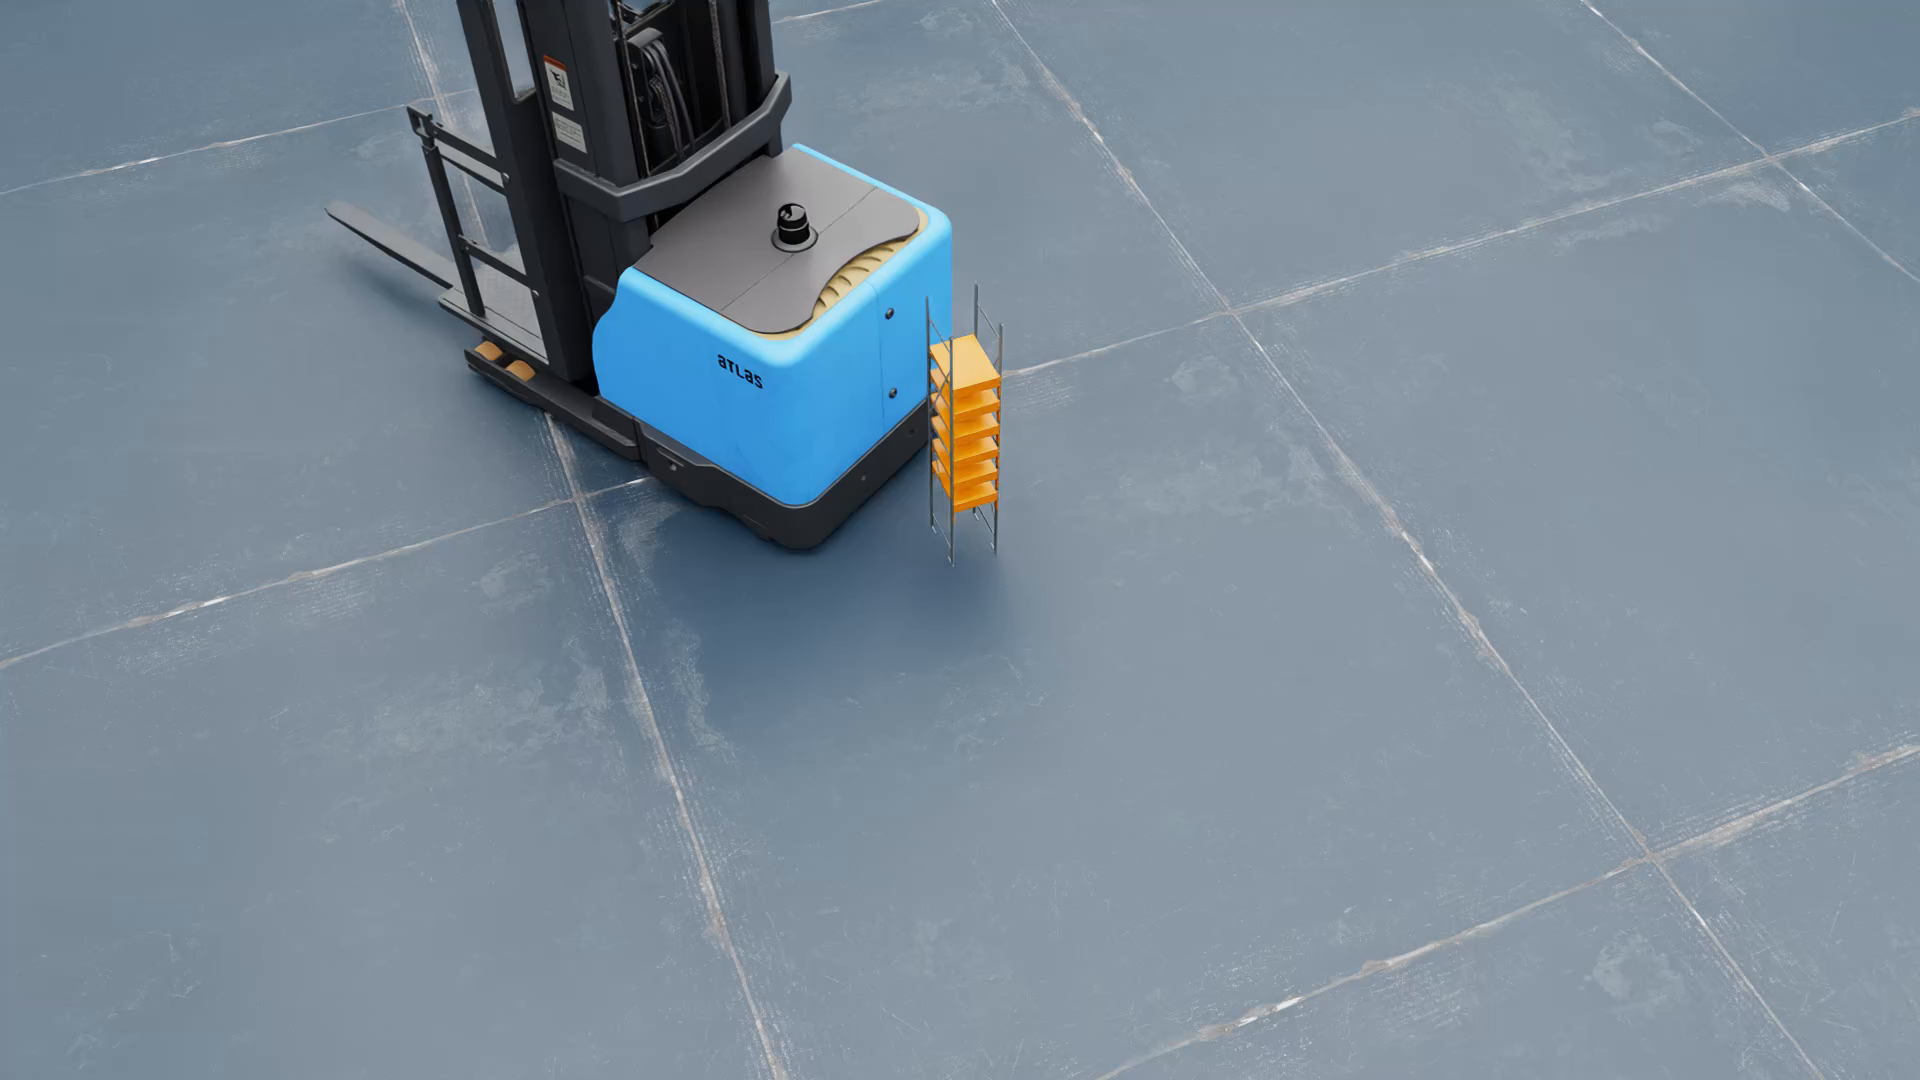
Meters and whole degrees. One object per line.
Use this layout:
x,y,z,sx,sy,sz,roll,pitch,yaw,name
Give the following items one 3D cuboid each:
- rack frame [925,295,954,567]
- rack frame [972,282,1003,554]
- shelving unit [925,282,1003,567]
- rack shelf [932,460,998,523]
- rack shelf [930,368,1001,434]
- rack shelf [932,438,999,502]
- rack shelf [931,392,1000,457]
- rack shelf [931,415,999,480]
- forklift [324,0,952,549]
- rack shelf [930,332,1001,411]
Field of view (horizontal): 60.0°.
-0.071,-0.369,6.117,0.006,1.200,0.240,-17,52,-14,rack frame
0.098,-0.421,6.162,0.006,1.200,0.240,-17,52,-14,rack frame
0.013,-0.395,6.139,0.189,1.200,0.258,-17,52,-14,shelving unit
0.013,-0.210,6.355,0.180,0.103,0.258,-17,52,-14,rack shelf
0.013,-0.522,5.991,0.180,0.103,0.258,-17,52,-14,rack shelf
0.013,-0.288,6.264,0.180,0.103,0.258,-17,52,-14,rack shelf
0.013,-0.444,6.082,0.180,0.103,0.258,-17,52,-14,rack shelf
0.013,-0.366,6.173,0.180,0.103,0.258,-17,52,-14,rack shelf
-1.499,-1.848,6.245,3.031,2.935,1.130,30,56,23,forklift
0.013,-0.601,5.900,0.180,0.103,0.258,-17,52,-14,rack shelf
